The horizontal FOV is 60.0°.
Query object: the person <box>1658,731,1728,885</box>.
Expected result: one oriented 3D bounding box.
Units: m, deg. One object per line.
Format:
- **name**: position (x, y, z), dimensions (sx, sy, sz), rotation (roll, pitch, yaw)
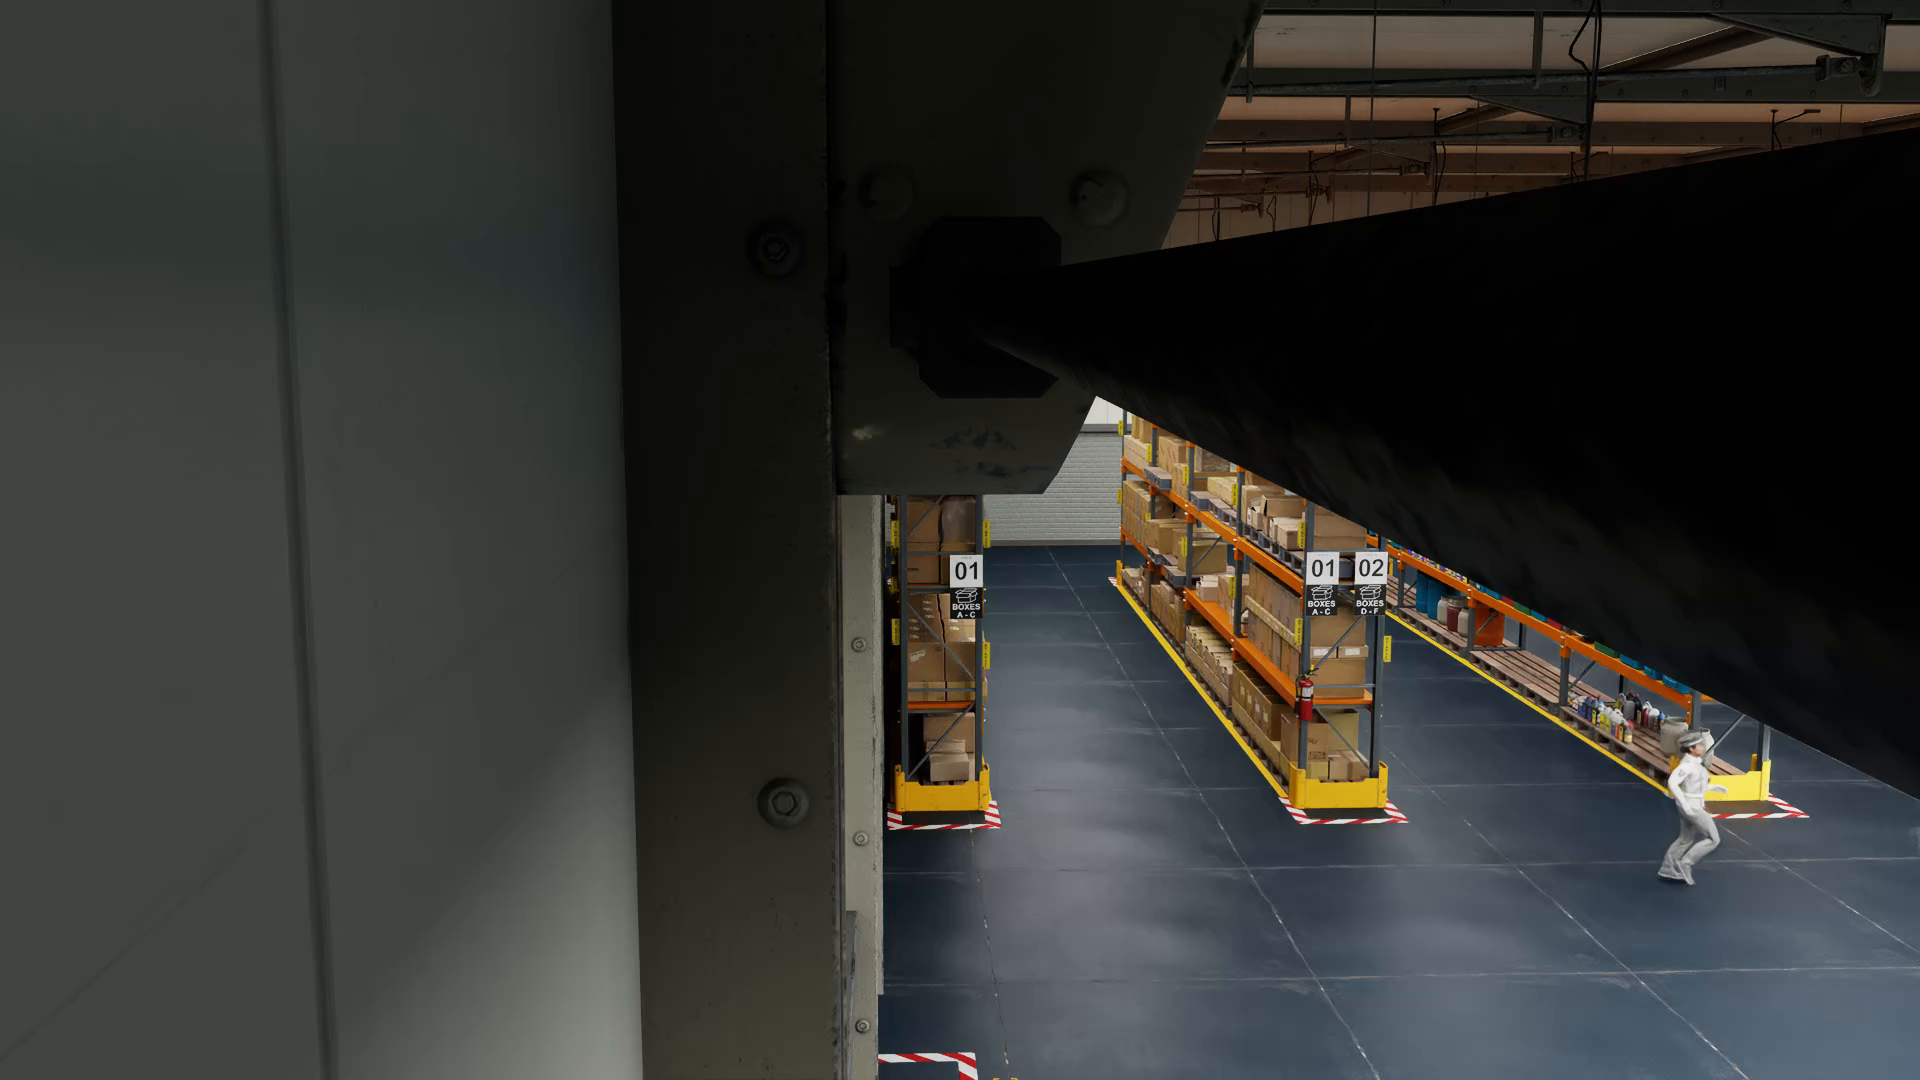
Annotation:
- **person**: position (7.899, 2.876, 17.866), dimensions (0.634, 1.670, 0.591), rotation (3, 9, 21)
